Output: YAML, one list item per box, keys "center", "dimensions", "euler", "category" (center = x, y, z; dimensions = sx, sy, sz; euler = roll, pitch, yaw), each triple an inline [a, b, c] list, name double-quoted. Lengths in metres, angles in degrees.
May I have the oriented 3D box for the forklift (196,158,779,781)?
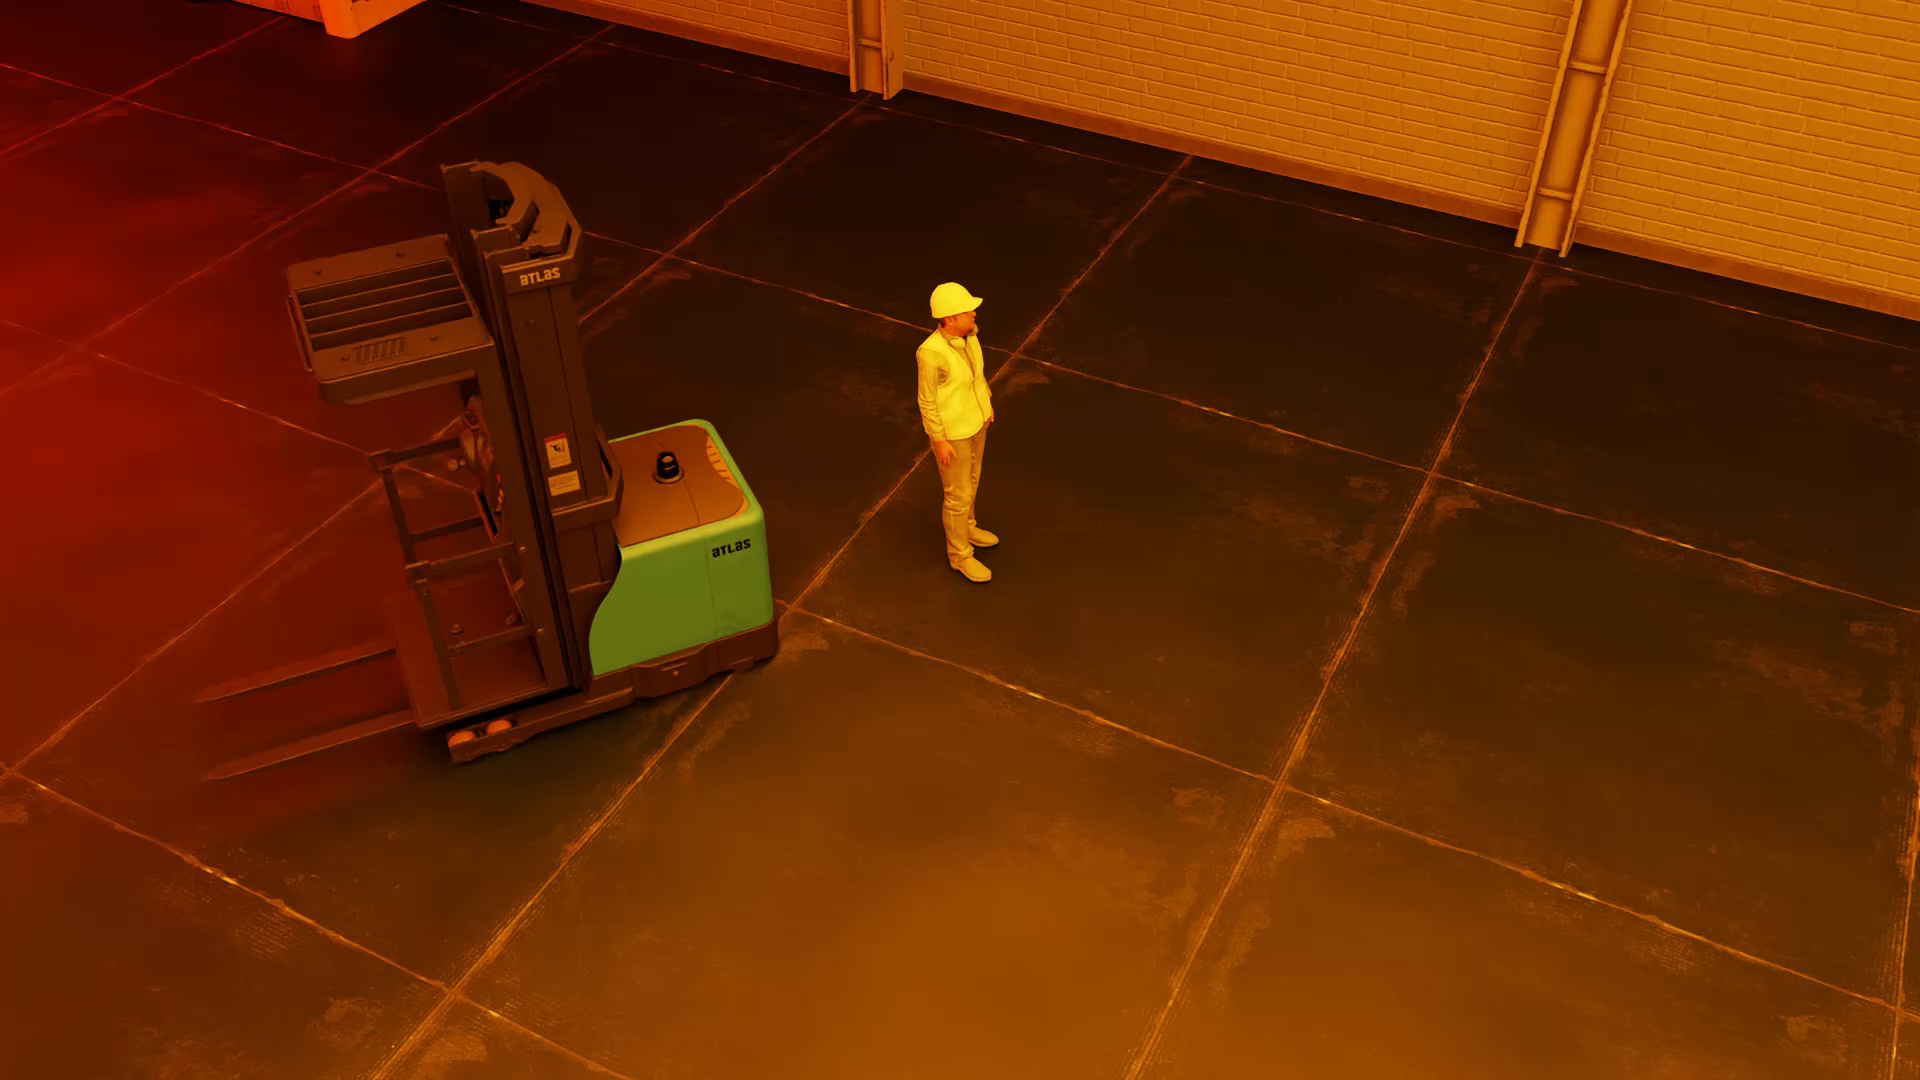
- center: [-2.586, -0.330, 8.378]
  dimensions: [3.031, 2.935, 1.130]
  euler: [-17, 43, -19]
  category: "forklift"

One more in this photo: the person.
- center: [0.053, -0.660, 9.660]
  dimensions: [0.566, 1.770, 0.634]
  euler: [18, 43, 21]
  category: "person"
